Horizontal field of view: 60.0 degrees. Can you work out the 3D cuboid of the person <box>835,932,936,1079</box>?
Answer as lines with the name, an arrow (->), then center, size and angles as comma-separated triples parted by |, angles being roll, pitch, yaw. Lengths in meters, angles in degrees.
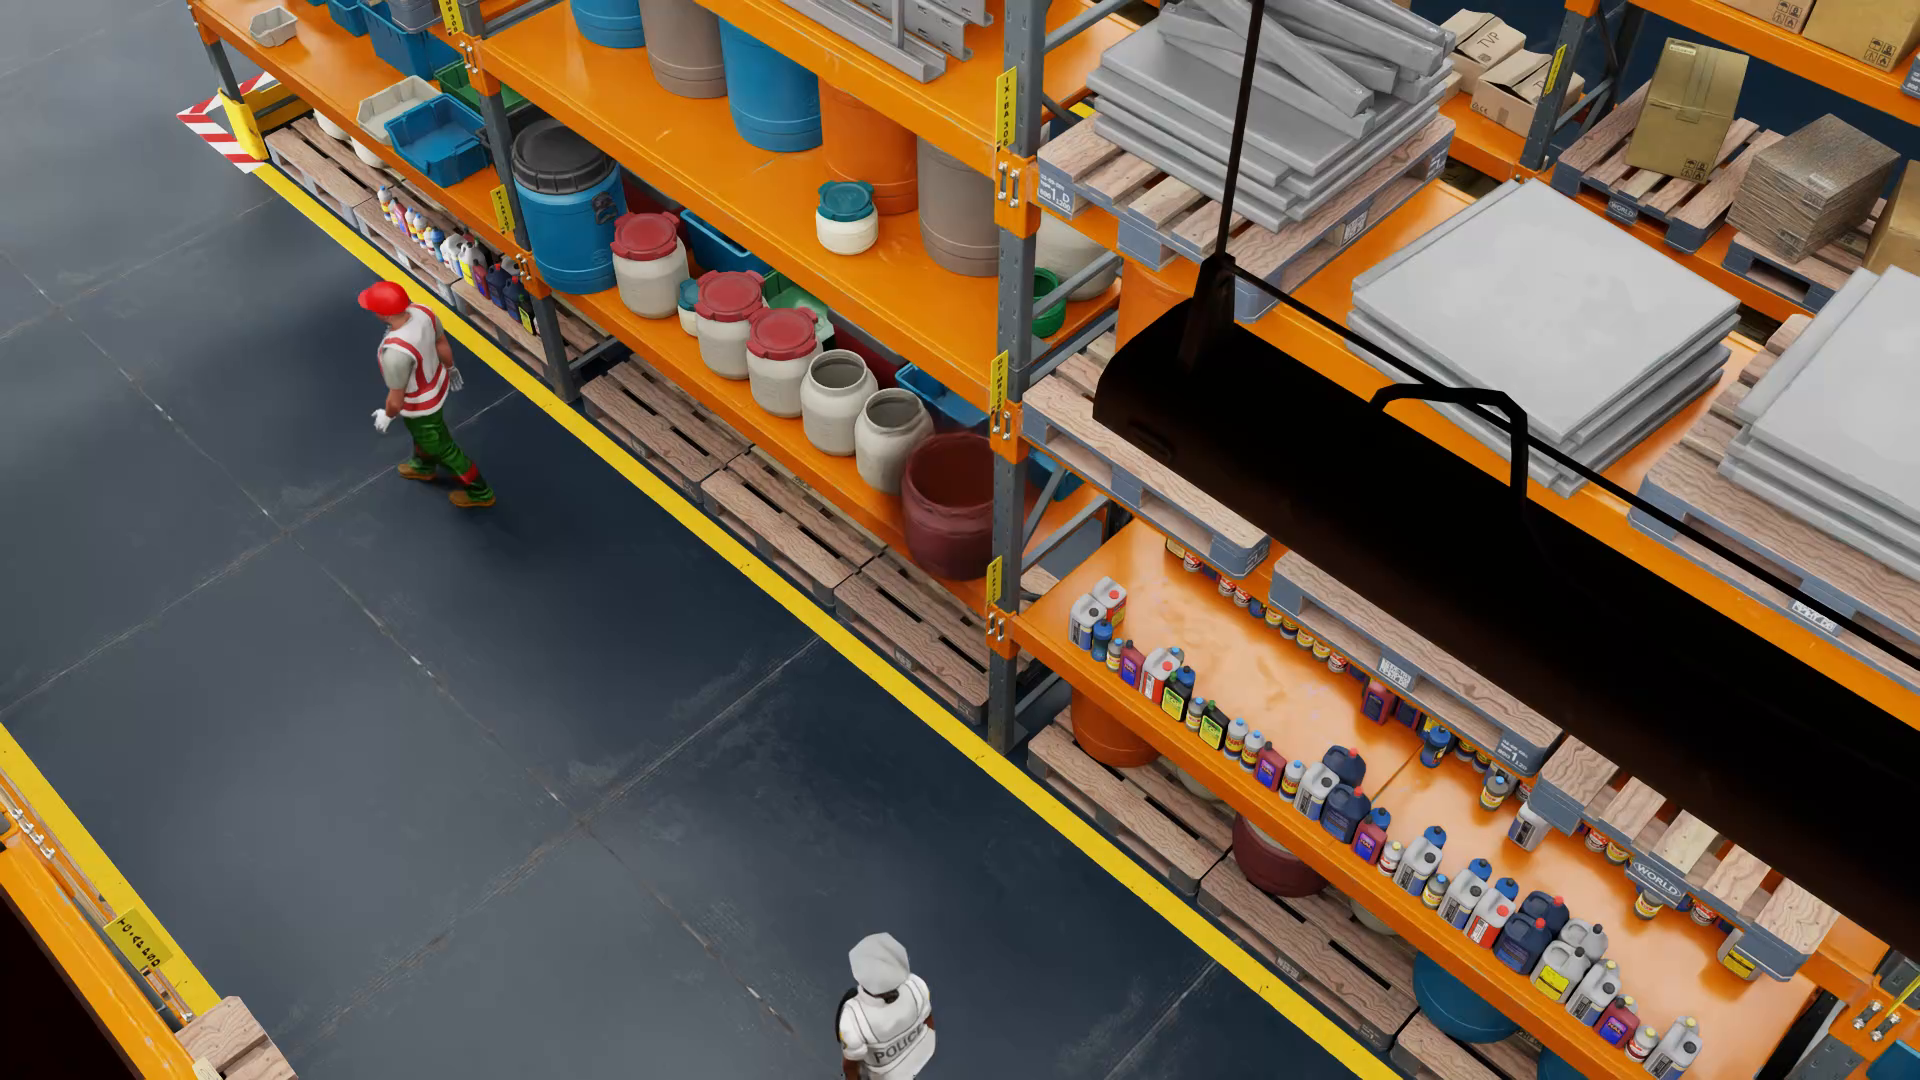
person -> -0.262, 2.325, 7.363 | 0.843, 1.626, 0.456 | 34, 58, 25

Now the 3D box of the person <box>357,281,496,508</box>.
person -> -3.299, -0.853, 9.951 | 0.721, 1.804, 0.561 | 2, 50, 2
